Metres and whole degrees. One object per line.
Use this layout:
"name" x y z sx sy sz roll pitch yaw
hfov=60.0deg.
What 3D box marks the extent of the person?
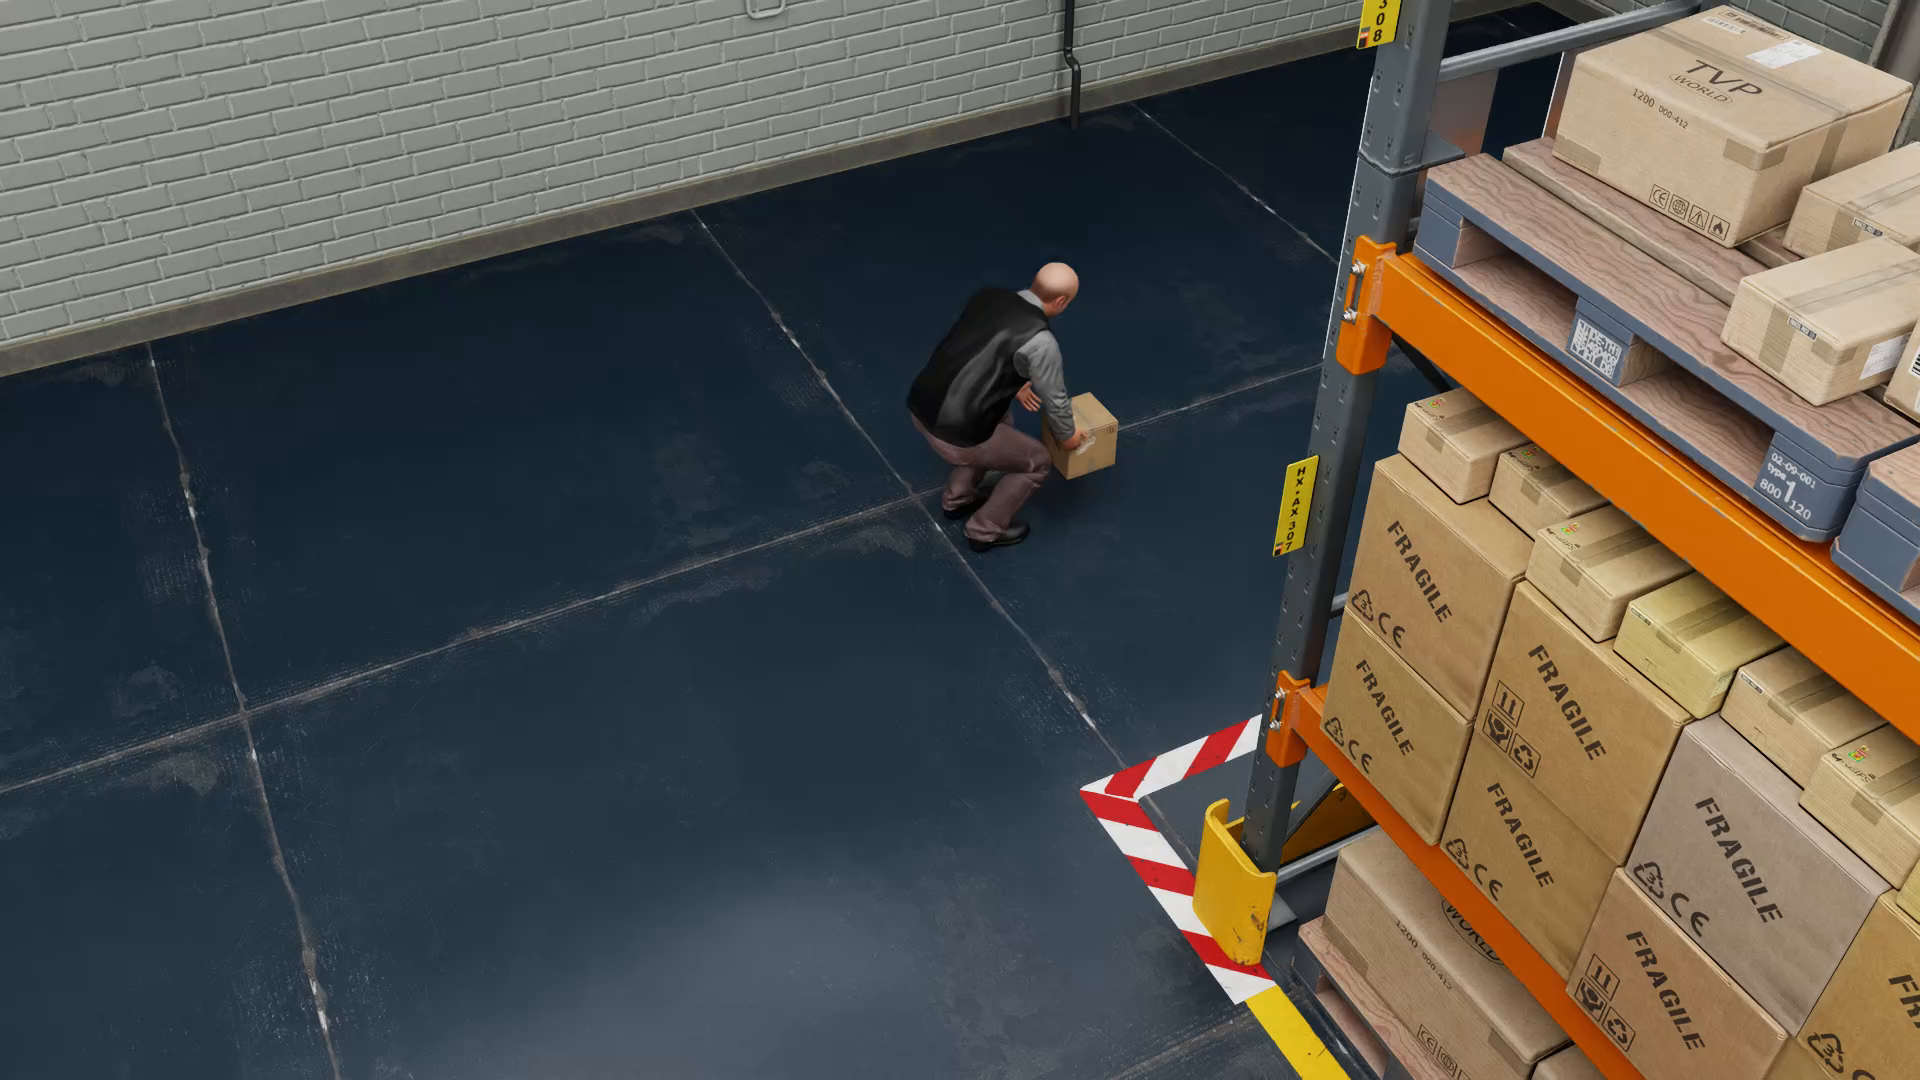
"person" 0.149 -0.584 7.231 0.789 1.225 0.583 -19 44 -20
